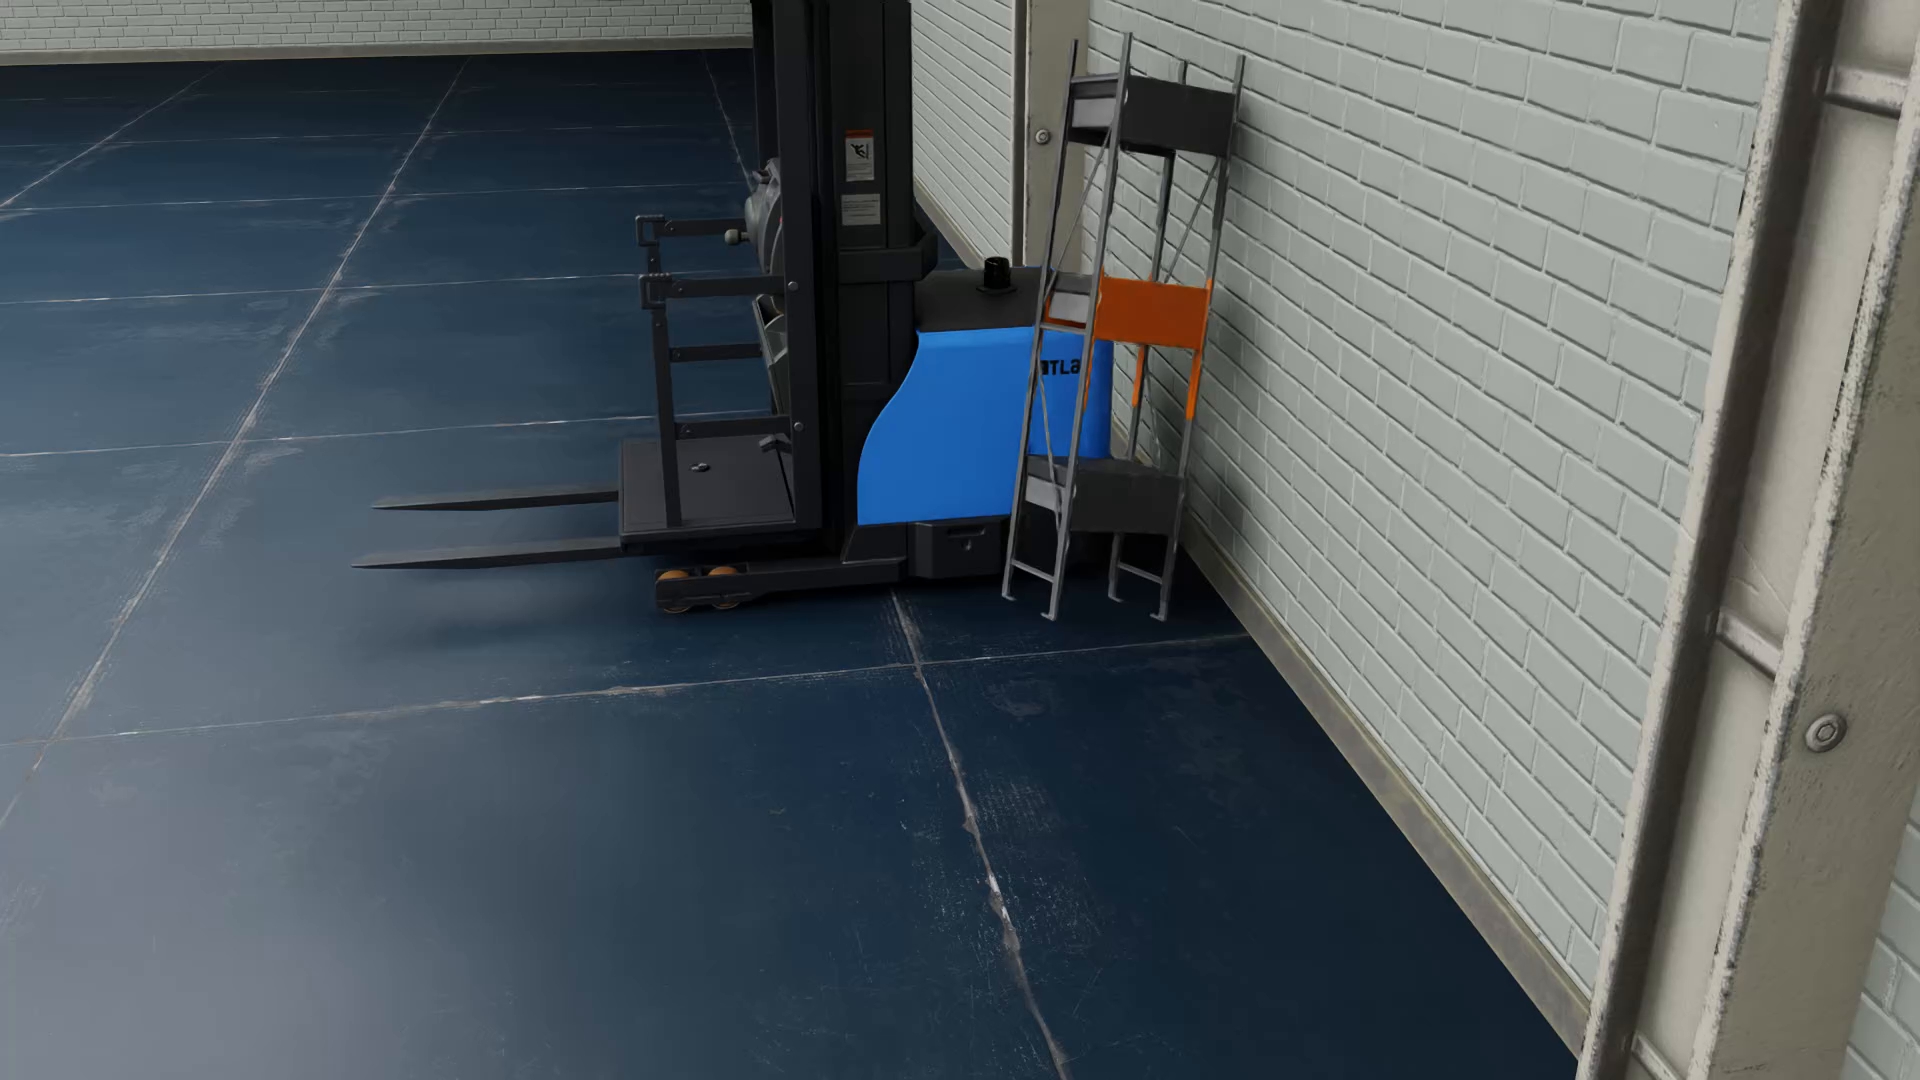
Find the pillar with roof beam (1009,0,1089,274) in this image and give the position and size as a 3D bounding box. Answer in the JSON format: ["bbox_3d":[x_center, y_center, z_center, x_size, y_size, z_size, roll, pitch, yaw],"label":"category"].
[{"bbox_3d":[-3.780,-4.610,6.563,9.100,9.000,0.400,-4,24,-10],"label":"pillar with roof beam"}]

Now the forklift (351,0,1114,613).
[{"bbox_3d":[-0.944,-1.283,6.526,3.031,2.935,1.130,-4,24,-10],"label":"forklift"}]

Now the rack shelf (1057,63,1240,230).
[{"bbox_3d":[0.677,-1.436,6.107,0.480,0.518,0.431,2,11,-28],"label":"rack shelf"}]

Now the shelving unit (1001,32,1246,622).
[{"bbox_3d":[0.596,-0.764,6.219,0.503,2.100,0.431,2,11,-28],"label":"shelving unit"}]

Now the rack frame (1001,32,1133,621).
[{"bbox_3d":[0.381,-0.771,6.105,0.015,2.100,0.400,2,11,-28],"label":"rack frame"}]

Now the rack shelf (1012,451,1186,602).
[{"bbox_3d":[0.513,-0.065,6.336,0.480,0.518,0.431,2,11,-28],"label":"rack shelf"}]

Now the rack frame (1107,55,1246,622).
[{"bbox_3d":[0.812,-0.757,6.333,0.015,2.100,0.400,2,11,-28],"label":"rack frame"}]

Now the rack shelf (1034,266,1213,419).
[{"bbox_3d":[0.595,-0.751,6.221,0.480,0.518,0.431,2,11,-28],"label":"rack shelf"}]
